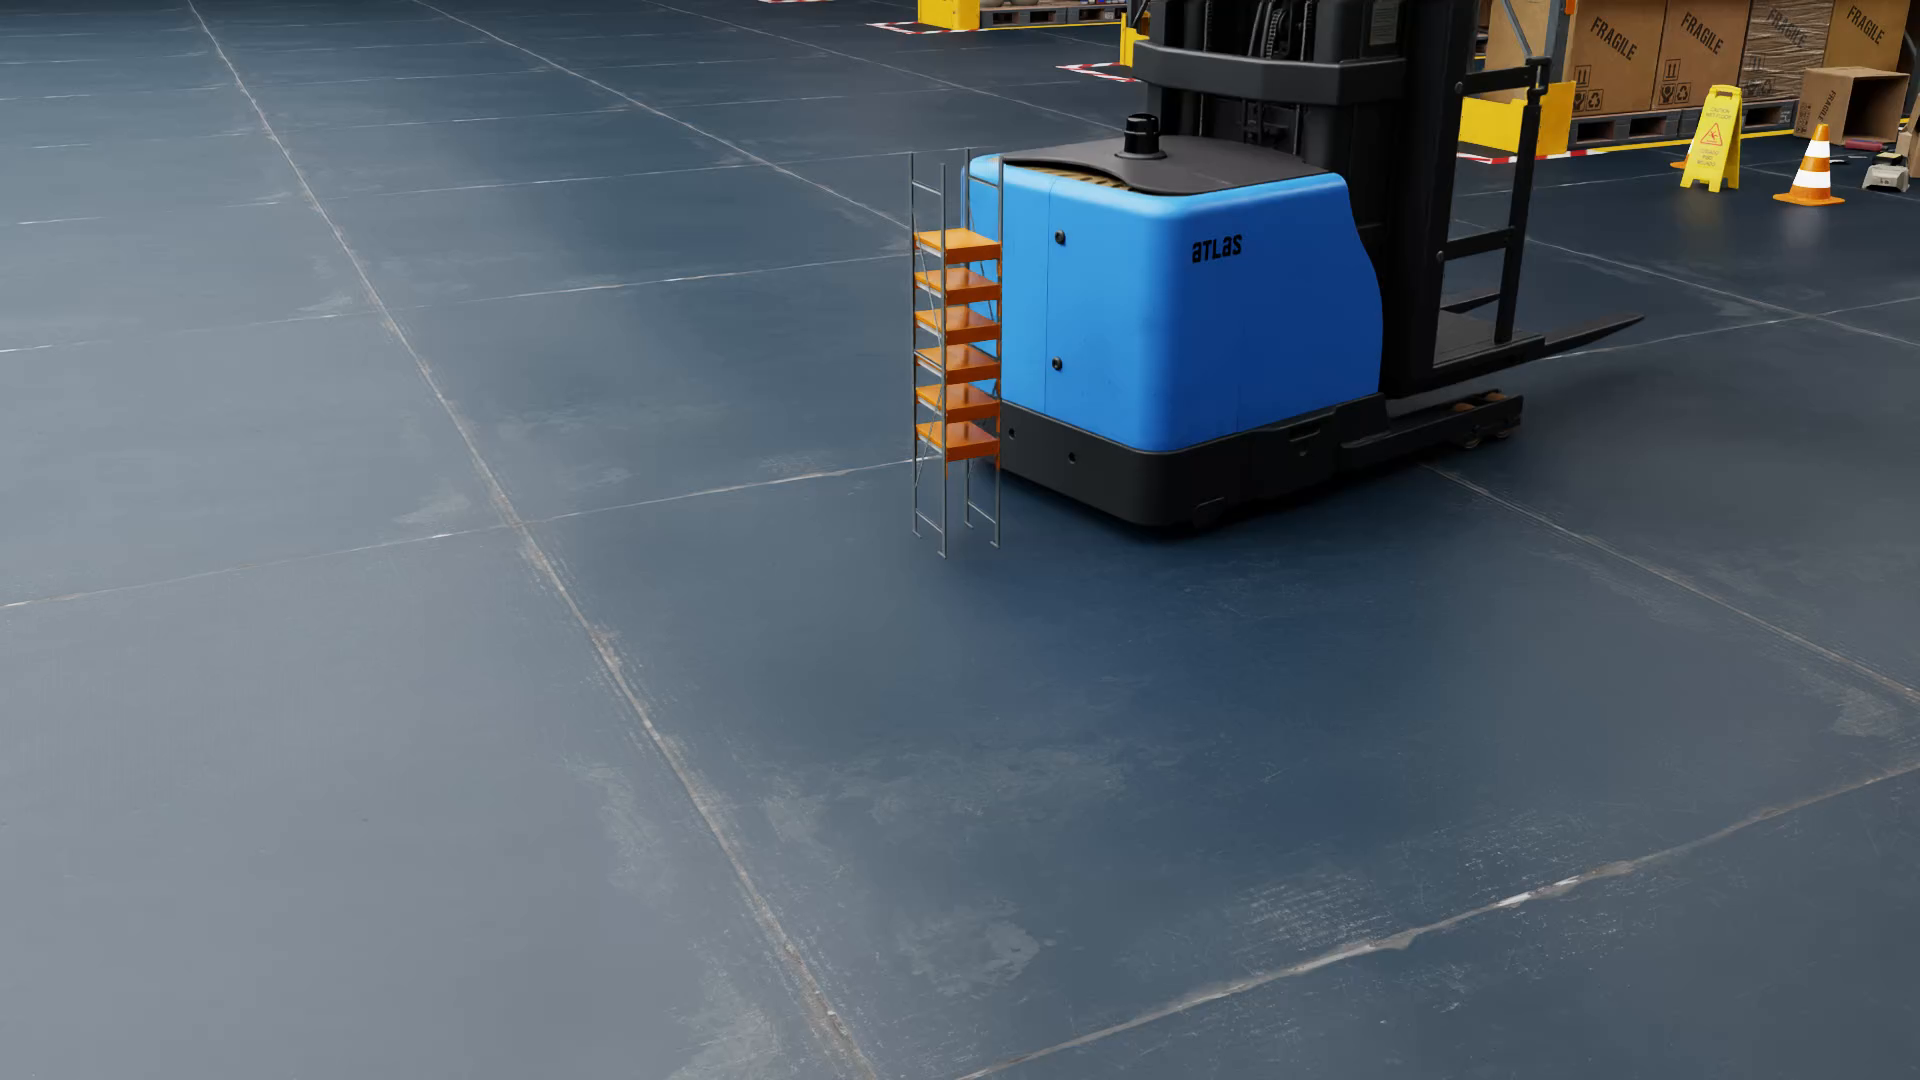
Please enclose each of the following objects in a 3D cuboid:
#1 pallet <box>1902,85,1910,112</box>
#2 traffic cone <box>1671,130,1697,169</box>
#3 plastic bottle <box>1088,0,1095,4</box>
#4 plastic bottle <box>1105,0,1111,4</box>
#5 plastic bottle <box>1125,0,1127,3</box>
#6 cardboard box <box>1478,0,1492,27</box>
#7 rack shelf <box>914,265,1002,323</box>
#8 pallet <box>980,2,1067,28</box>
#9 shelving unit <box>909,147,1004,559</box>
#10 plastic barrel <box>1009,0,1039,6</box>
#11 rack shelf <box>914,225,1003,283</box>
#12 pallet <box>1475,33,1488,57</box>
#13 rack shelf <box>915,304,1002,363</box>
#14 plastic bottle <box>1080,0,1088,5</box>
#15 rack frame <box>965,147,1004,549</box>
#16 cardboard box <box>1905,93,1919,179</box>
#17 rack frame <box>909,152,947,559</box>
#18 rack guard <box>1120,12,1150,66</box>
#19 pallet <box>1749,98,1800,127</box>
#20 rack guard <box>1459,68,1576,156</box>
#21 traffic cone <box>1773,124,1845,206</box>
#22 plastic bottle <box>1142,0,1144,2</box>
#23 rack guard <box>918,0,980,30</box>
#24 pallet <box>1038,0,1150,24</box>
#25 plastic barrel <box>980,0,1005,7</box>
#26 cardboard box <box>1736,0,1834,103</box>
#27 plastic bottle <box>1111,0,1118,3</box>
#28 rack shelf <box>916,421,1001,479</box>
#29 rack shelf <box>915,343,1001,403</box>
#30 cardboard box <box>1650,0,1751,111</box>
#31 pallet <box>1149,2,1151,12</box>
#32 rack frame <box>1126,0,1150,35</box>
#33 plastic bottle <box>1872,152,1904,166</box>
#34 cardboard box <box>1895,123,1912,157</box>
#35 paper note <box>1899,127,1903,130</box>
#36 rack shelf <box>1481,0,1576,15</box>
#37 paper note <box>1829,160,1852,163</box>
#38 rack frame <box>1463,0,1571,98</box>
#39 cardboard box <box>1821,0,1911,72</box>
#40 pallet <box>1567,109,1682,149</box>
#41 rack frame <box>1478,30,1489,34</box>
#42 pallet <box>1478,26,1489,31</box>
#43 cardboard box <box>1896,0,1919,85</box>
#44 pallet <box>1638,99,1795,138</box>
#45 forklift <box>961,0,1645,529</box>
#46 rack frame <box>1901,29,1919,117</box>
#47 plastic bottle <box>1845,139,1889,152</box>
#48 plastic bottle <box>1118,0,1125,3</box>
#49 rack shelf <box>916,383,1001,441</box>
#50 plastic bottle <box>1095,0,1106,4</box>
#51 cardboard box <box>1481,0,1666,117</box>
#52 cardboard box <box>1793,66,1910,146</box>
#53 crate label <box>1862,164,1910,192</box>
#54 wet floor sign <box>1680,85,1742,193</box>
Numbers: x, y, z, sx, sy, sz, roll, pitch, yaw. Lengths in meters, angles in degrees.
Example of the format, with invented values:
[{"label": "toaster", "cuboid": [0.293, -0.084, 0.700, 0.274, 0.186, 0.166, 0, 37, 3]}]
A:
[{"label": "pallet", "cuboid": [8.280, -3.881, 14.349, 1.213, 0.211, 1.003, -10, 25, -24]}, {"label": "traffic cone", "cuboid": [5.107, -2.778, 11.357, 0.334, 0.463, 0.336, -10, 25, -24]}, {"label": "plastic bottle", "cuboid": [1.667, -6.906, 21.094, 0.097, 0.201, 0.097, 0, 22, 0]}, {"label": "plastic bottle", "cuboid": [1.882, -6.978, 21.177, 0.097, 0.271, 0.097, 0, 22, 0]}, {"label": "plastic bottle", "cuboid": [2.155, -7.028, 21.298, 0.097, 0.271, 0.097, 0, 22, 0]}, {"label": "cardboard box", "cuboid": [6.119, -5.884, 18.236, 0.500, 0.500, 0.700, -13, 26, -28]}, {"label": "rack shelf", "cuboid": [-0.013, -0.733, 4.940, 0.180, 0.103, 0.258, -10, 25, -24]}, {"label": "pallet", "cuboid": [0.587, -6.658, 21.059, 1.213, 0.211, 1.003, -10, 25, -24]}, {"label": "shelving unit", "cuboid": [-0.013, -0.552, 5.015, 0.189, 1.200, 0.258, -10, 25, -24]}, {"label": "plastic barrel", "cuboid": [0.816, -7.048, 21.058, 0.421, 0.512, 0.421, 0, 22, 0]}, {"label": "rack shelf", "cuboid": [-0.013, -0.844, 4.894, 0.180, 0.103, 0.258, -10, 25, -24]}, {"label": "pallet", "cuboid": [4.967, -5.329, 17.849, 1.213, 0.211, 1.003, -10, 25, -24]}, {"label": "rack shelf", "cuboid": [-0.013, -0.622, 4.986, 0.180, 0.103, 0.258, -10, 25, -24]}, {"label": "plastic bottle", "cuboid": [1.573, -6.921, 21.039, 0.097, 0.271, 0.097, 0, 22, 0]}, {"label": "rack frame", "cuboid": [0.069, -0.567, 5.051, 0.006, 1.200, 0.240, -10, 25, -24]}, {"label": "cardboard box", "cuboid": [6.735, -2.673, 11.049, 0.797, 0.503, 0.637, 10, 24, 22]}, {"label": "rack frame", "cuboid": [-0.095, -0.537, 4.978, 0.006, 1.200, 0.240, -10, 25, -24]}, {"label": "rack guard", "cuboid": [2.021, -4.935, 16.519, 0.348, 0.500, 1.175, -10, 25, -24]}, {"label": "pallet", "cuboid": [6.898, -3.628, 13.738, 1.213, 0.211, 1.003, -10, 25, -24]}, {"label": "rack guard", "cuboid": [3.991, -3.193, 12.309, 0.348, 0.500, 1.175, -10, 25, -24]}, {"label": "traffic cone", "cuboid": [5.291, -2.332, 10.280, 0.334, 0.463, 0.336, -10, 25, -24]}, {"label": "plastic bottle", "cuboid": [2.341, -7.076, 21.408, 0.135, 0.276, 0.152, -10, 24, -23]}, {"label": "rack guard", "cuboid": [-0.147, -6.659, 20.682, 0.348, 0.500, 1.175, -10, 25, -24]}, {"label": "pallet", "cuboid": [1.685, -6.859, 21.544, 1.213, 0.211, 1.003, -10, 25, -24]}, {"label": "plastic barrel", "cuboid": [0.364, -6.965, 20.857, 0.421, 0.512, 0.421, 0, 22, 0]}, {"label": "cardboard box", "cuboid": [6.209, -3.997, 13.212, 0.875, 0.875, 0.875, -10, 25, -23]}, {"label": "plastic bottle", "cuboid": [1.972, -6.994, 21.217, 0.097, 0.271, 0.097, 0, 22, 0]}, {"label": "rack shelf", "cuboid": [-0.013, -0.289, 5.124, 0.180, 0.103, 0.258, -10, 25, -24]}, {"label": "rack shelf", "cuboid": [-0.013, -0.511, 5.032, 0.180, 0.103, 0.258, -10, 25, -24]}, {"label": "cardboard box", "cuboid": [5.387, -3.846, 12.848, 0.875, 0.875, 0.875, -11, 25, -24]}, {"label": "pallet", "cuboid": [2.786, -7.063, 22.036, 1.213, 0.211, 1.003, -10, 25, -24]}, {"label": "rack frame", "cuboid": [1.953, -6.078, 16.011, 0.127, 3.000, 1.000, -10, 25, -24]}, {"label": "plastic bottle", "cuboid": [6.473, -2.657, 11.588, 0.133, 0.061, 0.283, 20, 30, 40]}, {"label": "cardboard box", "cuboid": [6.867, -2.832, 11.745, 0.258, 0.266, 0.396, -6, 23, -14]}, {"label": "paper note", "cuboid": [7.404, -3.220, 12.988, 0.147, 0.020, 0.142, 10, 24, 22]}, {"label": "rack shelf", "cuboid": [5.815, -4.351, 12.780, 4.000, 0.370, 1.077, -10, 25, -24]}, {"label": "paper note", "cuboid": [6.124, -2.647, 11.607, 0.142, 0.017, 0.144, -2, 23, -5]}, {"label": "rack frame", "cuboid": [4.013, -4.352, 11.841, 0.127, 3.000, 1.000, -10, 25, -24]}, {"label": "cardboard box", "cuboid": [7.020, -4.147, 13.576, 0.875, 0.875, 0.875, -10, 25, -23]}, {"label": "pallet", "cuboid": [4.699, -3.223, 12.760, 1.213, 0.211, 1.003, -10, 25, -24]}, {"label": "rack frame", "cuboid": [5.557, -6.741, 17.614, 0.127, 3.000, 1.000, -10, 25, -24]}, {"label": "pallet", "cuboid": [6.258, -5.583, 18.460, 1.213, 0.211, 1.003, -10, 25, -24]}, {"label": "cardboard box", "cuboid": [8.137, -4.304, 14.118, 0.750, 0.750, 1.050, -11, 25, -24]}, {"label": "pallet", "cuboid": [5.797, -3.424, 13.245, 1.213, 0.211, 1.003, -10, 25, -24]}, {"label": "forklift", "cuboid": [1.460, -1.828, 5.833, 3.031, 2.935, 1.130, -17, 28, -35]}, {"label": "rack frame", "cuboid": [7.617, -5.015, 13.444, 0.127, 3.000, 1.000, -10, 25, -24]}, {"label": "plastic bottle", "cuboid": [6.612, -2.868, 12.100, 0.283, 0.061, 0.133, 20, 30, 40]}, {"label": "plastic bottle", "cuboid": [2.062, -6.978, 21.270, 0.097, 0.201, 0.097, 0, 22, 0]}, {"label": "rack shelf", "cuboid": [-0.013, -0.400, 5.078, 0.180, 0.103, 0.258, -10, 25, -24]}, {"label": "plastic bottle", "cuboid": [1.785, -6.958, 21.113, 0.133, 0.283, 0.061, -10, 25, -23]}, {"label": "cardboard box", "cuboid": [4.595, -3.699, 12.494, 0.875, 0.875, 0.875, -10, 25, -23]}, {"label": "cardboard box", "cuboid": [6.663, -3.250, 12.445, 0.500, 0.500, 0.500, -6, 23, -14]}, {"label": "crate label", "cuboid": [5.972, -2.334, 10.709, 0.250, 0.136, 0.298, 15, 27, 31]}, {"label": "wet floor sign", "cuboid": [4.845, -2.577, 10.631, 0.232, 0.644, 0.267, -15, 27, -33]}]
